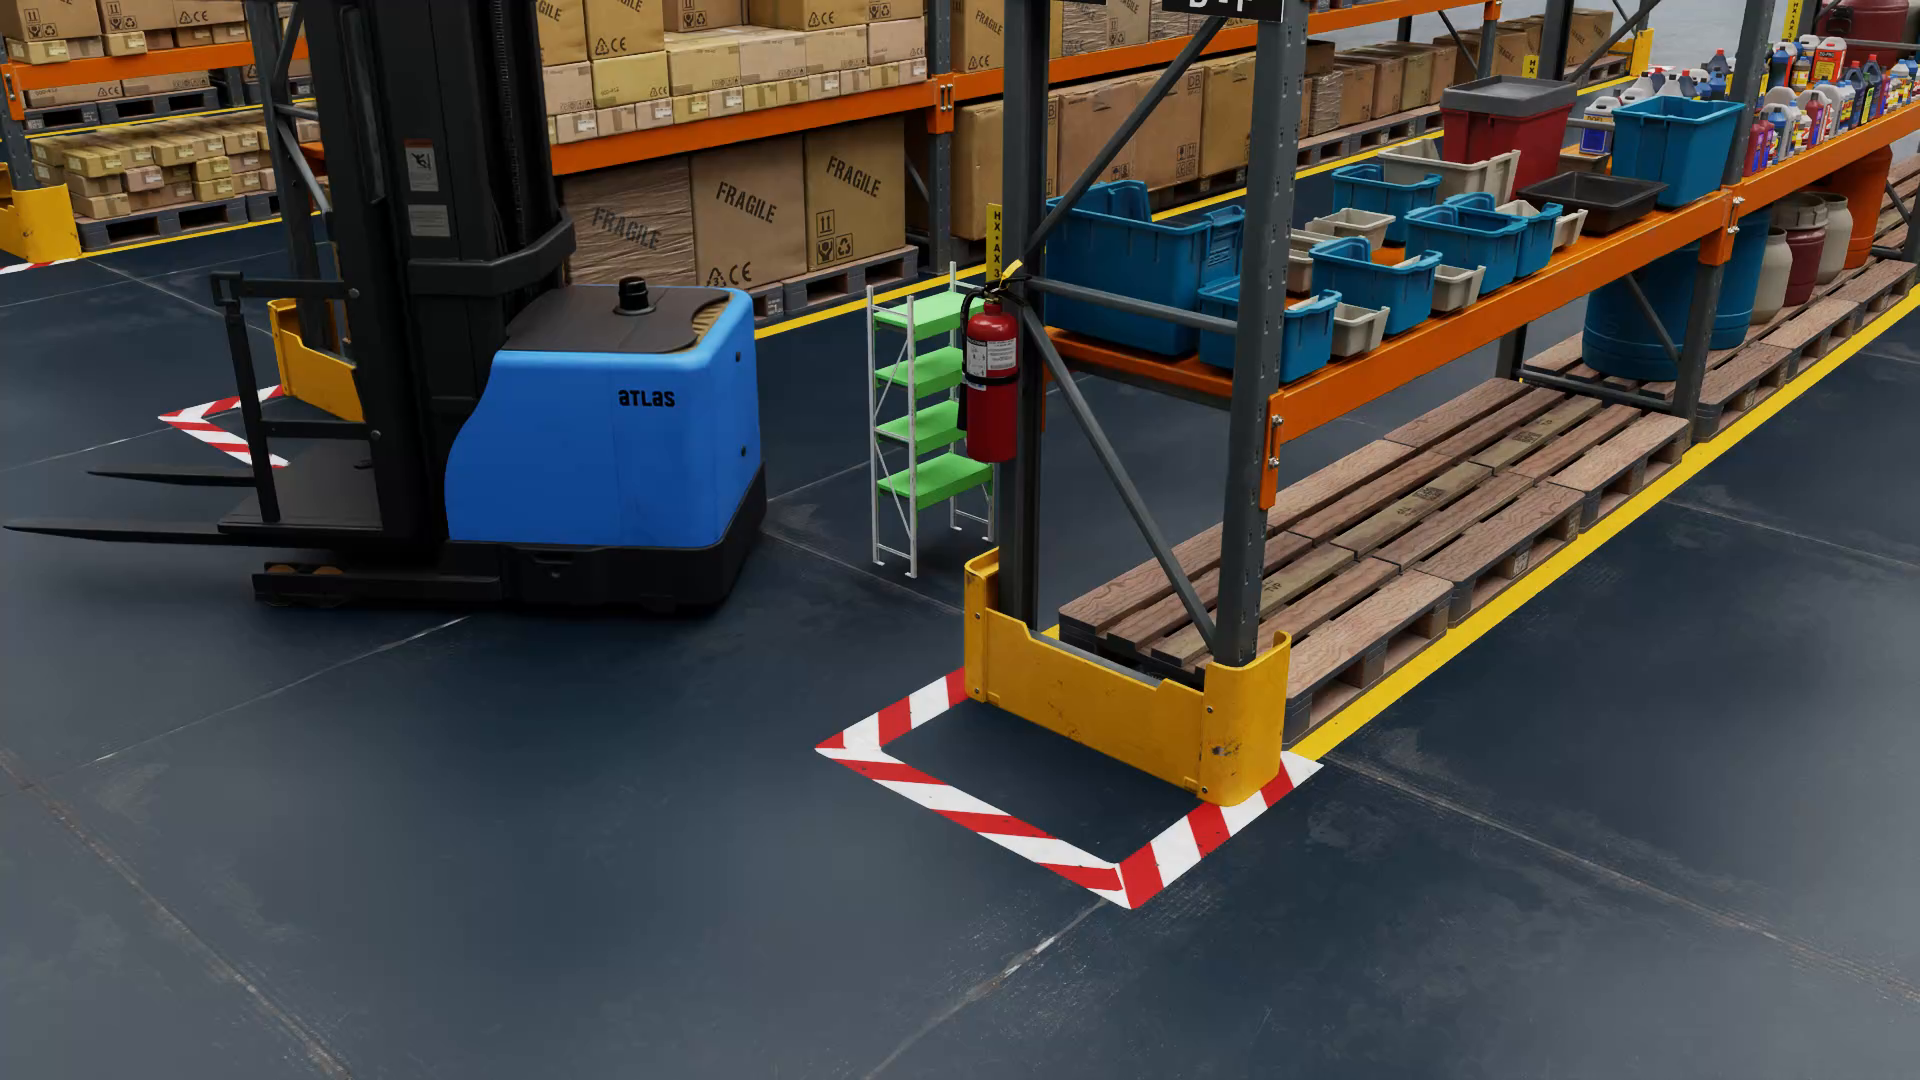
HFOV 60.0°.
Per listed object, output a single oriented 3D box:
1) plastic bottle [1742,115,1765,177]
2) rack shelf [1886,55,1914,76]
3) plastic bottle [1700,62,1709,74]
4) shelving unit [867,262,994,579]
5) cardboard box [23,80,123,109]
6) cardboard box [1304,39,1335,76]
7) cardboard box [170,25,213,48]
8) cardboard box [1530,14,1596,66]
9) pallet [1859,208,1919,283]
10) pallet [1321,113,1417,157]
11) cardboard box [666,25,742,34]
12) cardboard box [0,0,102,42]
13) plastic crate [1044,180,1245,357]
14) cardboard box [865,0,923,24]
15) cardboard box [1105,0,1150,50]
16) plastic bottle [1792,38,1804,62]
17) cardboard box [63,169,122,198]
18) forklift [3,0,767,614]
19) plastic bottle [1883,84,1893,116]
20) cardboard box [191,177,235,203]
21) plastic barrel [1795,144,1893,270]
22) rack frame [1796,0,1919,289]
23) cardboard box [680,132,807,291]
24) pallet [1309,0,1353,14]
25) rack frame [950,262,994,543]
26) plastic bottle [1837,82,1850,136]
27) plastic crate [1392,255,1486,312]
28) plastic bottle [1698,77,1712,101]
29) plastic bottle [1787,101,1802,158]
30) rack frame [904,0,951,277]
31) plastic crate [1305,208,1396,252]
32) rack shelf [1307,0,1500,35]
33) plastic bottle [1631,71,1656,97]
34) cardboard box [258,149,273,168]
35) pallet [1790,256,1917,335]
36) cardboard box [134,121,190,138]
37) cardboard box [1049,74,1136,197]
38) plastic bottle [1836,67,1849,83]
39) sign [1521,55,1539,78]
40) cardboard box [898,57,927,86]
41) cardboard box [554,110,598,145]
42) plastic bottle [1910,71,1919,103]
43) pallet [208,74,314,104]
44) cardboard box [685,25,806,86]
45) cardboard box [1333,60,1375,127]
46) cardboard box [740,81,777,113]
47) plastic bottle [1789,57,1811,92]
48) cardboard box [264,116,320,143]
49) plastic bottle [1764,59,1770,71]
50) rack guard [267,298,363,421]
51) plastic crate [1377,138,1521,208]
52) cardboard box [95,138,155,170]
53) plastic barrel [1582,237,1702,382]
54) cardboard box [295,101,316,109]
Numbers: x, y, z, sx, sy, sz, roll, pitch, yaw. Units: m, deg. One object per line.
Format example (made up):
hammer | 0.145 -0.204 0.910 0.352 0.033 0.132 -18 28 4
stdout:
plastic bottle | 3.778 -1.884 7.928 0.061 0.283 0.133 20 31 38
rack shelf | 7.220 -3.442 12.139 1.077 0.370 4.000 20 31 38
plastic bottle | 4.183 -2.556 9.428 0.061 0.283 0.133 20 31 38
shelving unit | -0.110 -0.497 6.892 0.258 1.200 0.503 20 31 38
cardboard box | -8.949 -4.588 16.434 0.875 0.438 0.875 19 30 36
cardboard box | 2.968 -4.292 14.757 0.500 0.250 0.500 -20 31 -37
cardboard box | -5.680 -3.704 12.151 0.380 0.149 0.250 20 31 37
cardboard box | 6.733 -5.624 18.669 0.500 0.500 0.500 -15 28 -30
pallet | 6.431 -2.114 11.706 1.003 0.211 1.213 20 31 38
pallet | 3.534 -3.848 15.575 1.003 0.211 1.213 20 31 38
cardboard box | -1.659 -2.980 10.051 0.500 0.250 0.500 21 32 39
cardboard box | -6.263 -3.703 11.357 0.500 0.500 0.500 22 32 40
plastic crate | 0.630 -0.920 5.518 0.616 0.435 0.499 20 31 38
cardboard box | -0.581 -3.491 10.272 0.500 0.500 0.500 21 32 39
cardboard box | 1.030 -3.876 12.107 0.500 0.500 0.500 21 32 38
plastic bottle | 5.258 -3.030 10.500 0.097 0.271 0.097 0 24 0
cardboard box | -6.228 -2.577 11.938 0.380 0.149 0.250 22 32 40
forklift | -2.400 -1.276 6.514 3.031 2.935 1.130 2 24 4
plastic bottle | 5.234 -2.522 9.451 0.097 0.201 0.097 0 24 0
cardboard box | -5.654 -2.651 12.468 0.380 0.149 0.250 21 31 38
plastic barrel | 5.571 -2.208 10.648 0.600 0.830 0.708 20 31 38
rack frame | 5.885 -3.160 10.633 1.000 3.000 0.127 20 31 38
cardboard box | -1.574 -2.063 10.268 0.875 0.875 0.875 20 31 38
pallet | 2.593 -4.672 14.237 1.213 0.211 1.003 20 31 38
rack frame | 0.052 -0.571 7.058 0.240 1.200 0.015 20 31 38
plastic bottle | 4.679 -2.301 8.872 0.097 0.271 0.097 0 24 0
plastic crate | 1.684 -0.897 5.834 0.250 0.136 0.298 20 31 38
plastic bottle | 4.013 -2.369 9.024 0.097 0.271 0.097 0 24 0
plastic bottle | 4.150 -2.059 8.334 0.097 0.271 0.097 0 24 0
rack frame | -0.473 -3.294 10.931 1.000 3.000 0.127 20 31 38
plastic crate | 1.511 -1.199 6.507 0.298 0.136 0.250 20 31 38
rack shelf | 3.532 -4.794 15.155 1.077 0.370 4.000 20 31 38
plastic bottle | 3.585 -2.289 8.748 0.144 0.351 0.185 20 31 38
cardboard box | -5.397 -2.993 12.866 0.380 0.149 0.250 22 32 40
pallet | 5.390 -1.637 10.642 1.003 0.211 1.213 20 31 38
cardboard box | -6.095 -3.089 12.718 0.380 0.149 0.250 19 30 36
cardboard box | 0.535 -2.989 12.334 1.225 0.875 0.875 19 30 36
plastic bottle | 4.939 -2.502 9.307 0.061 0.283 0.133 20 31 38
sign | 2.807 -2.219 8.194 0.100 0.325 0.005 20 31 38
cardboard box | -0.432 -2.997 10.576 0.380 0.149 0.250 20 31 38
cardboard box | -2.146 -2.215 8.832 0.380 0.149 0.250 20 31 37
plastic bottle | 5.623 -2.700 9.848 0.097 0.201 0.097 0 24 0
pallet | -7.394 -4.983 18.107 1.003 0.211 1.213 20 31 38
cardboard box | -1.256 -2.841 9.741 0.500 0.250 0.500 21 32 39
cardboard box | 3.363 -4.130 15.312 0.500 0.500 0.700 -21 32 -39
cardboard box | -1.290 -2.606 9.702 0.380 0.149 0.250 20 31 37
plastic bottle | 5.152 -2.857 10.198 0.097 0.201 0.097 0 24 0
cardboard box | -5.206 -3.199 12.962 0.380 0.149 0.250 20 31 38
plastic bottle | 4.860 -2.817 10.109 0.097 0.201 0.097 0 24 0
rack guard | -3.159 -0.928 8.708 1.175 0.500 0.348 20 31 38
plastic crate | 2.059 -1.500 7.001 0.437 0.282 0.530 20 31 38
cardboard box | -6.072 -2.807 12.087 0.380 0.149 0.250 21 31 38
plastic barrel | 3.591 -1.337 8.617 0.600 0.901 0.708 20 31 38
cardboard box | -5.231 -3.494 13.620 0.380 0.149 0.250 21 32 39
